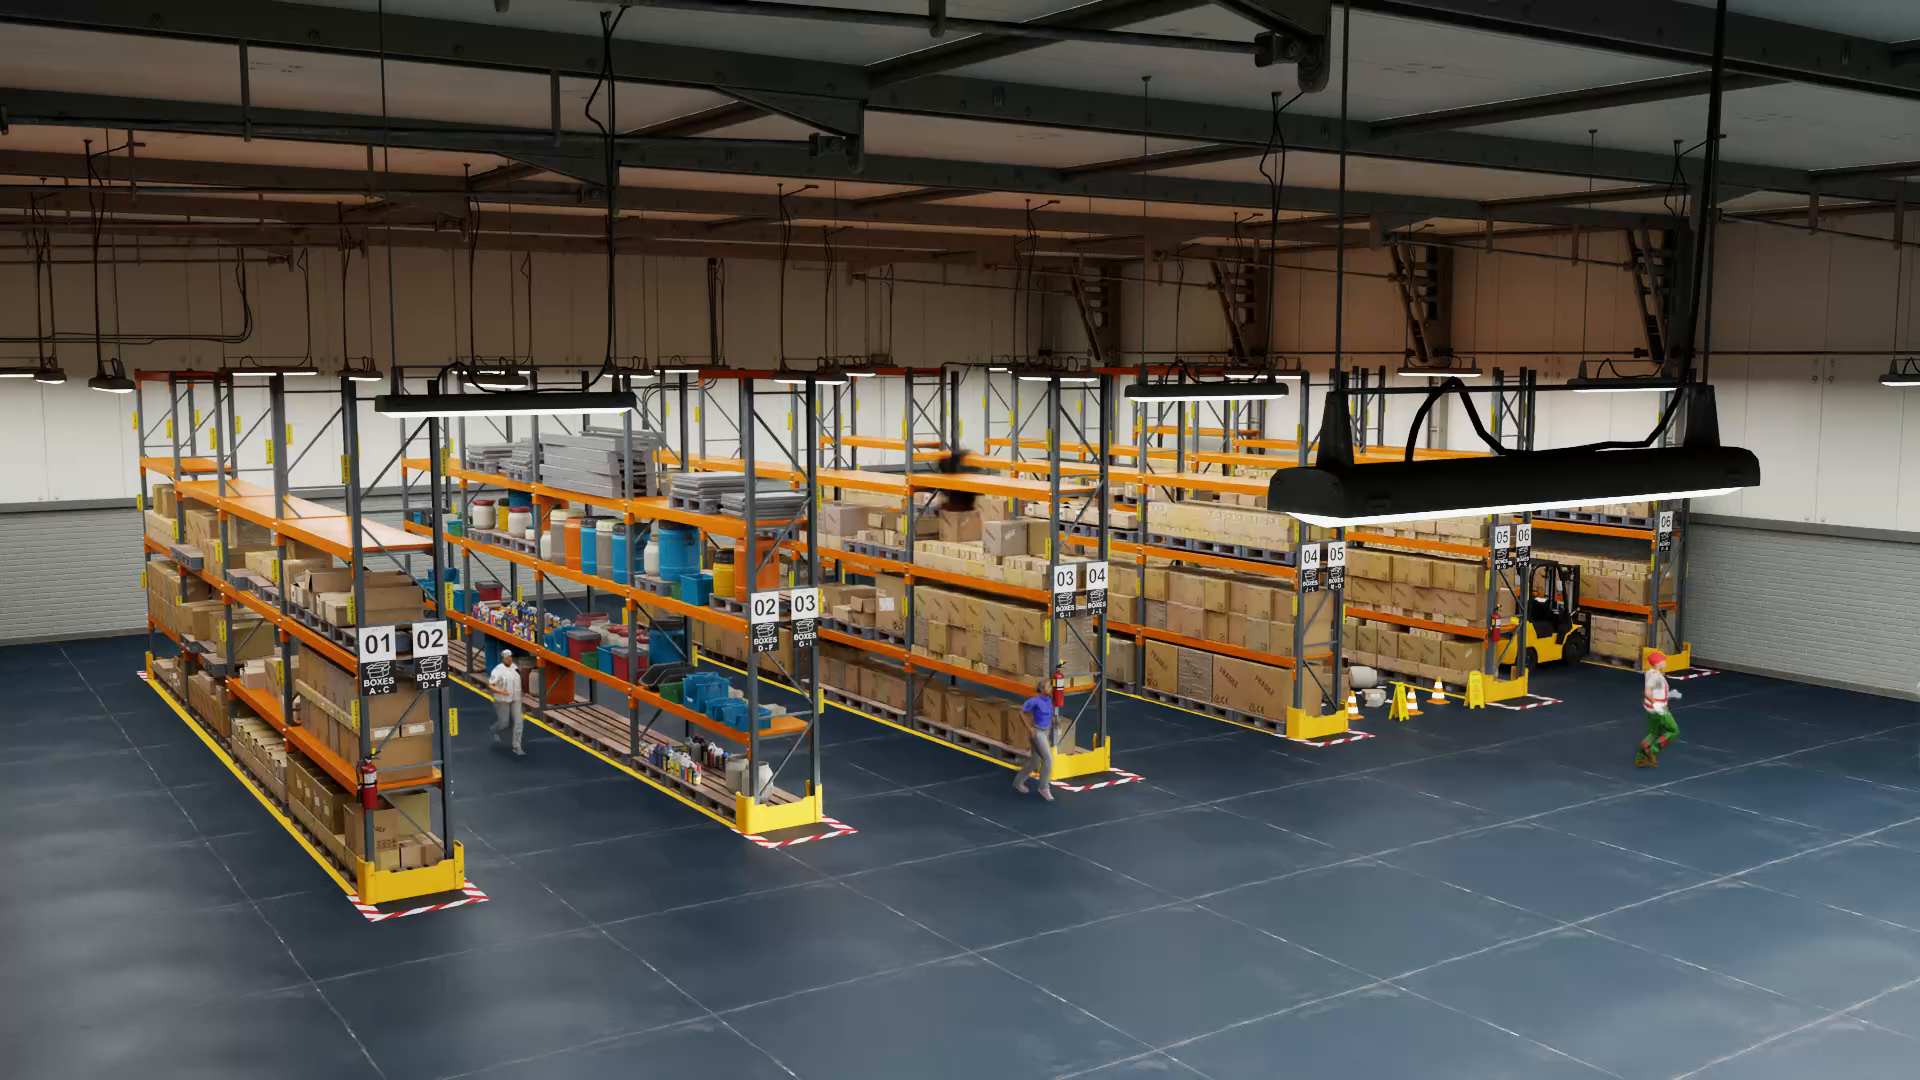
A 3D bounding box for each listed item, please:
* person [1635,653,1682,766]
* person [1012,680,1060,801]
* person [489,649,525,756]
[{"bbox_3d":[10.666,2.583,25.327,0.650,1.740,0.657,1,7,8],"label":"person"},{"bbox_3d":[1.129,2.848,23.838,0.685,1.695,0.570,3,7,24],"label":"person"},{"bbox_3d":[-7.168,2.549,26.341,0.607,1.658,0.849,-6,9,-43],"label":"person"}]
